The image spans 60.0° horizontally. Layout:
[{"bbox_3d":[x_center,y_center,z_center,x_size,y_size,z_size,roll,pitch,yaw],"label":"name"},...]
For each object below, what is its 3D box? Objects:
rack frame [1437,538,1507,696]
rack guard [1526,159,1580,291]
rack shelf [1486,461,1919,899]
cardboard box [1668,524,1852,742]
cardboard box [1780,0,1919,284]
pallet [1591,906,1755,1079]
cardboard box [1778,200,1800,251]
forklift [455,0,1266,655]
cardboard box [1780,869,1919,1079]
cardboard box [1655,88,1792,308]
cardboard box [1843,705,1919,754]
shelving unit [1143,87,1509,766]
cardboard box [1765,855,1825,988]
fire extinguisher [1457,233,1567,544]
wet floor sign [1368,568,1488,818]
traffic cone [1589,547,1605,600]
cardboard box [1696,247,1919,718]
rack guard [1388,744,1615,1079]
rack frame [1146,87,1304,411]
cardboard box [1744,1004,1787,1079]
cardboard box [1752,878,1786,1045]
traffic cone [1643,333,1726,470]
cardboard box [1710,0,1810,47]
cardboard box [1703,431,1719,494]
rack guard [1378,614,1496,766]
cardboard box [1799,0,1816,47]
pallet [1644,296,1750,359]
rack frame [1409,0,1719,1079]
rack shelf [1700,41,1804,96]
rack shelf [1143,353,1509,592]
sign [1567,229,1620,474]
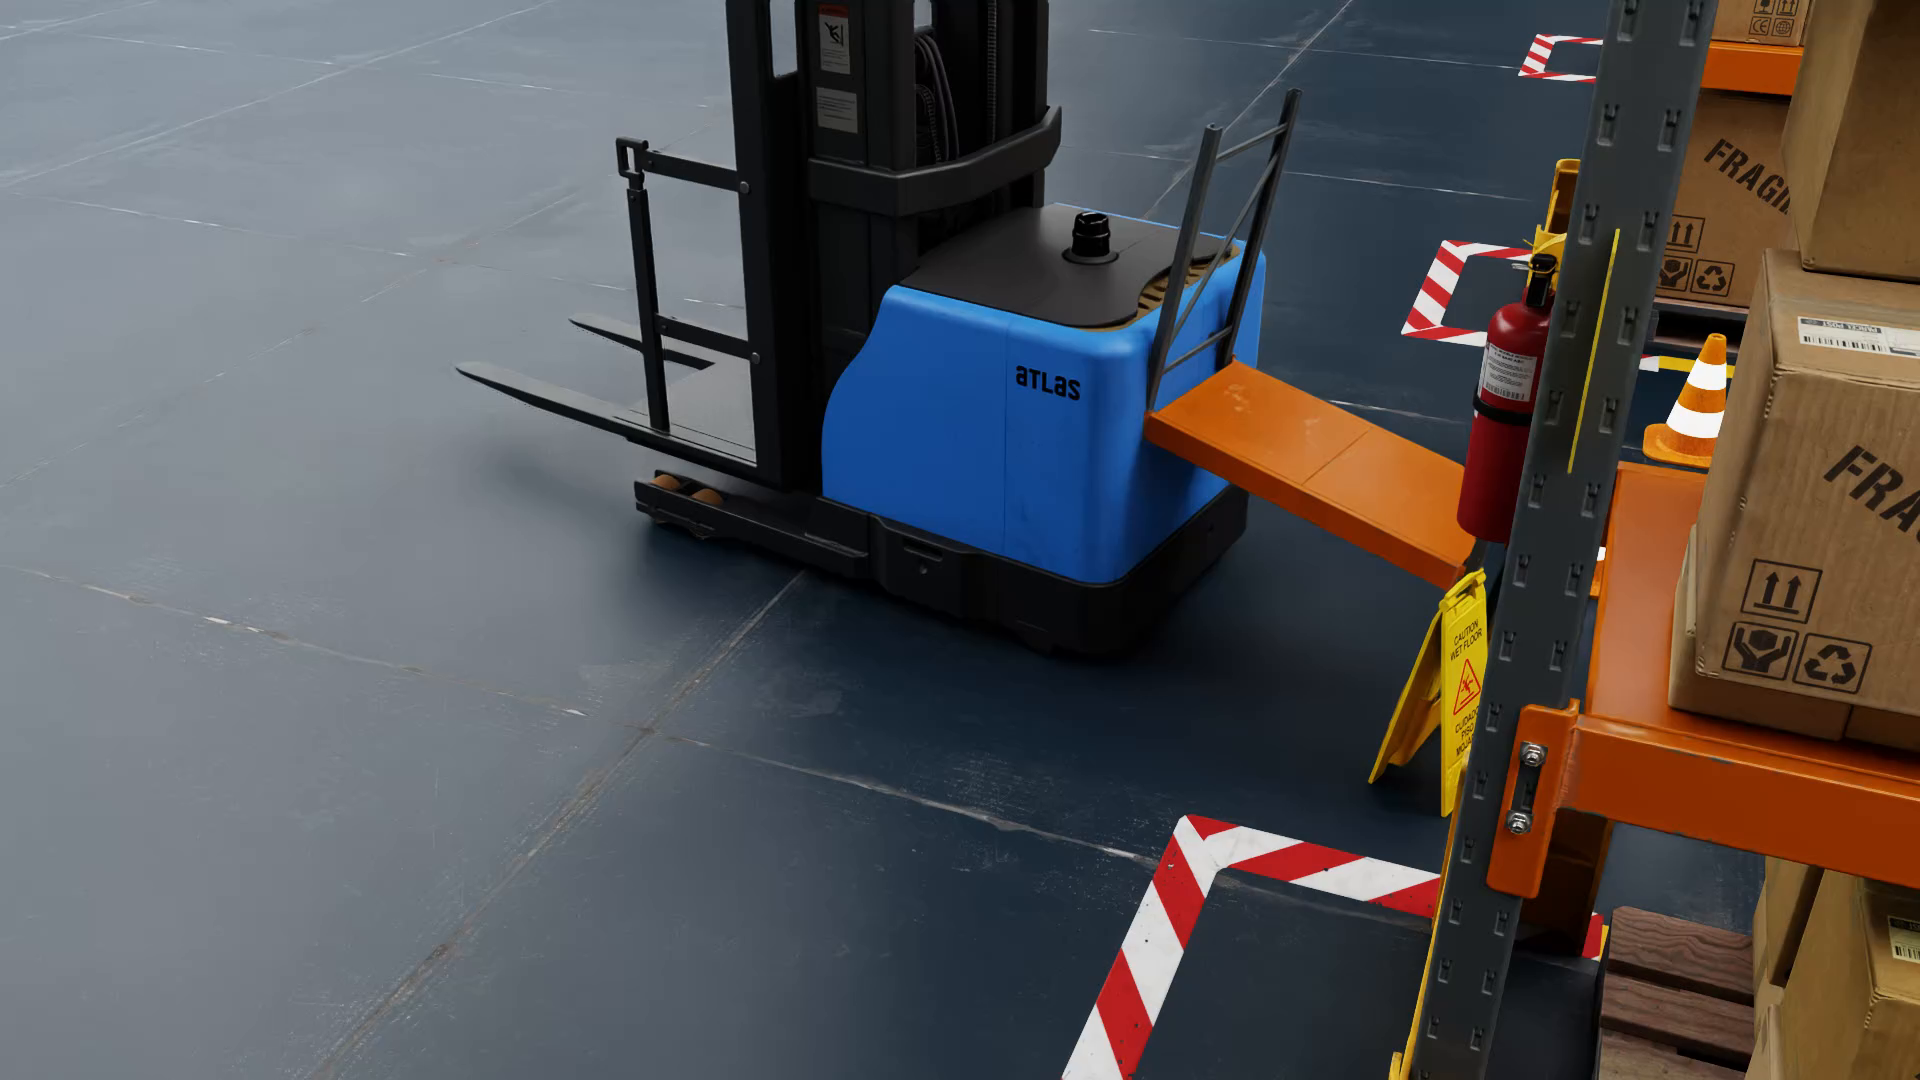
[{"bbox_3d":[1.482,-0.093,4.424,0.032,1.500,0.500,29,40,25],"label":"rack frame"},{"bbox_3d":[2.815,-1.318,7.574,0.348,0.500,1.175,11,31,19],"label":"rack guard"},{"bbox_3d":[2.923,0.557,2.447,4.000,0.370,1.077,11,31,19],"label":"rack shelf"},{"bbox_3d":[1.307,0.141,2.708,0.250,0.149,0.380,11,31,19],"label":"cardboard box"},{"bbox_3d":[1.625,-0.739,2.590,0.500,0.500,0.700,11,31,18],"label":"cardboard box"},{"bbox_3d":[1.880,1.268,3.292,1.213,0.211,1.003,11,31,19],"label":"pallet"},{"bbox_3d":[1.676,-0.324,2.871,0.500,0.500,0.500,11,31,18],"label":"cardboard box"},{"bbox_3d":[-0.532,-1.478,5.386,3.031,2.935,1.130,18,34,29],"label":"forklift"},{"bbox_3d":[1.735,0.841,2.819,0.500,0.500,0.500,10,31,17],"label":"cardboard box"},{"bbox_3d":[3.490,-1.564,7.202,0.875,0.875,0.875,11,31,19],"label":"cardboard box"},{"bbox_3d":[1.546,0.181,2.637,0.250,0.149,0.380,12,32,20],"label":"cardboard box"},{"bbox_3d":[1.089,-0.316,4.637,1.083,1.500,0.587,29,40,25],"label":"shelving unit"},{"bbox_3d":[1.910,0.591,3.262,0.500,0.500,0.500,11,31,19],"label":"cardboard box"},{"bbox_3d":[1.137,-0.324,3.353,0.183,0.674,0.296,11,31,19],"label":"fire extinguisher"},{"bbox_3d":[1.296,0.376,4.429,0.232,0.644,0.267,24,37,36],"label":"wet floor sign"},{"bbox_3d":[2.055,-0.099,5.455,0.334,0.463,0.336,11,31,19],"label":"traffic cone"},{"bbox_3d":[1.404,-0.085,2.448,0.500,0.500,0.500,11,31,18],"label":"cardboard box"},{"bbox_3d":[1.140,0.976,3.515,0.348,0.500,1.175,11,31,19],"label":"rack guard"},{"bbox_3d":[0.682,-0.546,4.857,0.032,1.500,0.500,29,40,25],"label":"rack frame"},{"bbox_3d":[1.713,1.163,3.011,0.500,0.250,0.500,11,31,19],"label":"cardboard box"},{"bbox_3d":[1.942,0.919,3.443,0.500,0.250,0.500,11,31,19],"label":"cardboard box"},{"bbox_3d":[2.795,-0.552,6.256,0.334,0.463,0.336,11,31,19],"label":"traffic cone"},{"bbox_3d":[3.198,-2.419,6.829,0.550,0.550,0.875,11,31,19],"label":"cardboard box"},{"bbox_3d":[1.497,-0.045,3.037,0.250,0.149,0.380,12,32,21],"label":"cardboard box"},{"bbox_3d":[1.392,0.409,4.785,0.087,0.250,0.587,29,40,25],"label":"rack guard"},{"bbox_3d":[3.716,-2.327,6.667,0.550,0.550,0.875,11,31,19],"label":"cardboard box"},{"bbox_3d":[3.607,-1.076,7.438,1.213,0.211,1.003,11,31,19],"label":"pallet"},{"bbox_3d":[1.070,-0.126,2.925,0.127,3.000,1.000,11,31,19],"label":"rack frame"},{"bbox_3d":[4.690,-1.719,6.473,4.000,0.370,1.077,11,31,19],"label":"rack shelf"},{"bbox_3d":[1.056,-0.175,4.744,1.000,0.185,0.538,29,40,25],"label":"rack shelf"},{"bbox_3d":[0.866,-0.256,2.274,0.005,0.325,0.100,11,31,19],"label":"sign"}]
